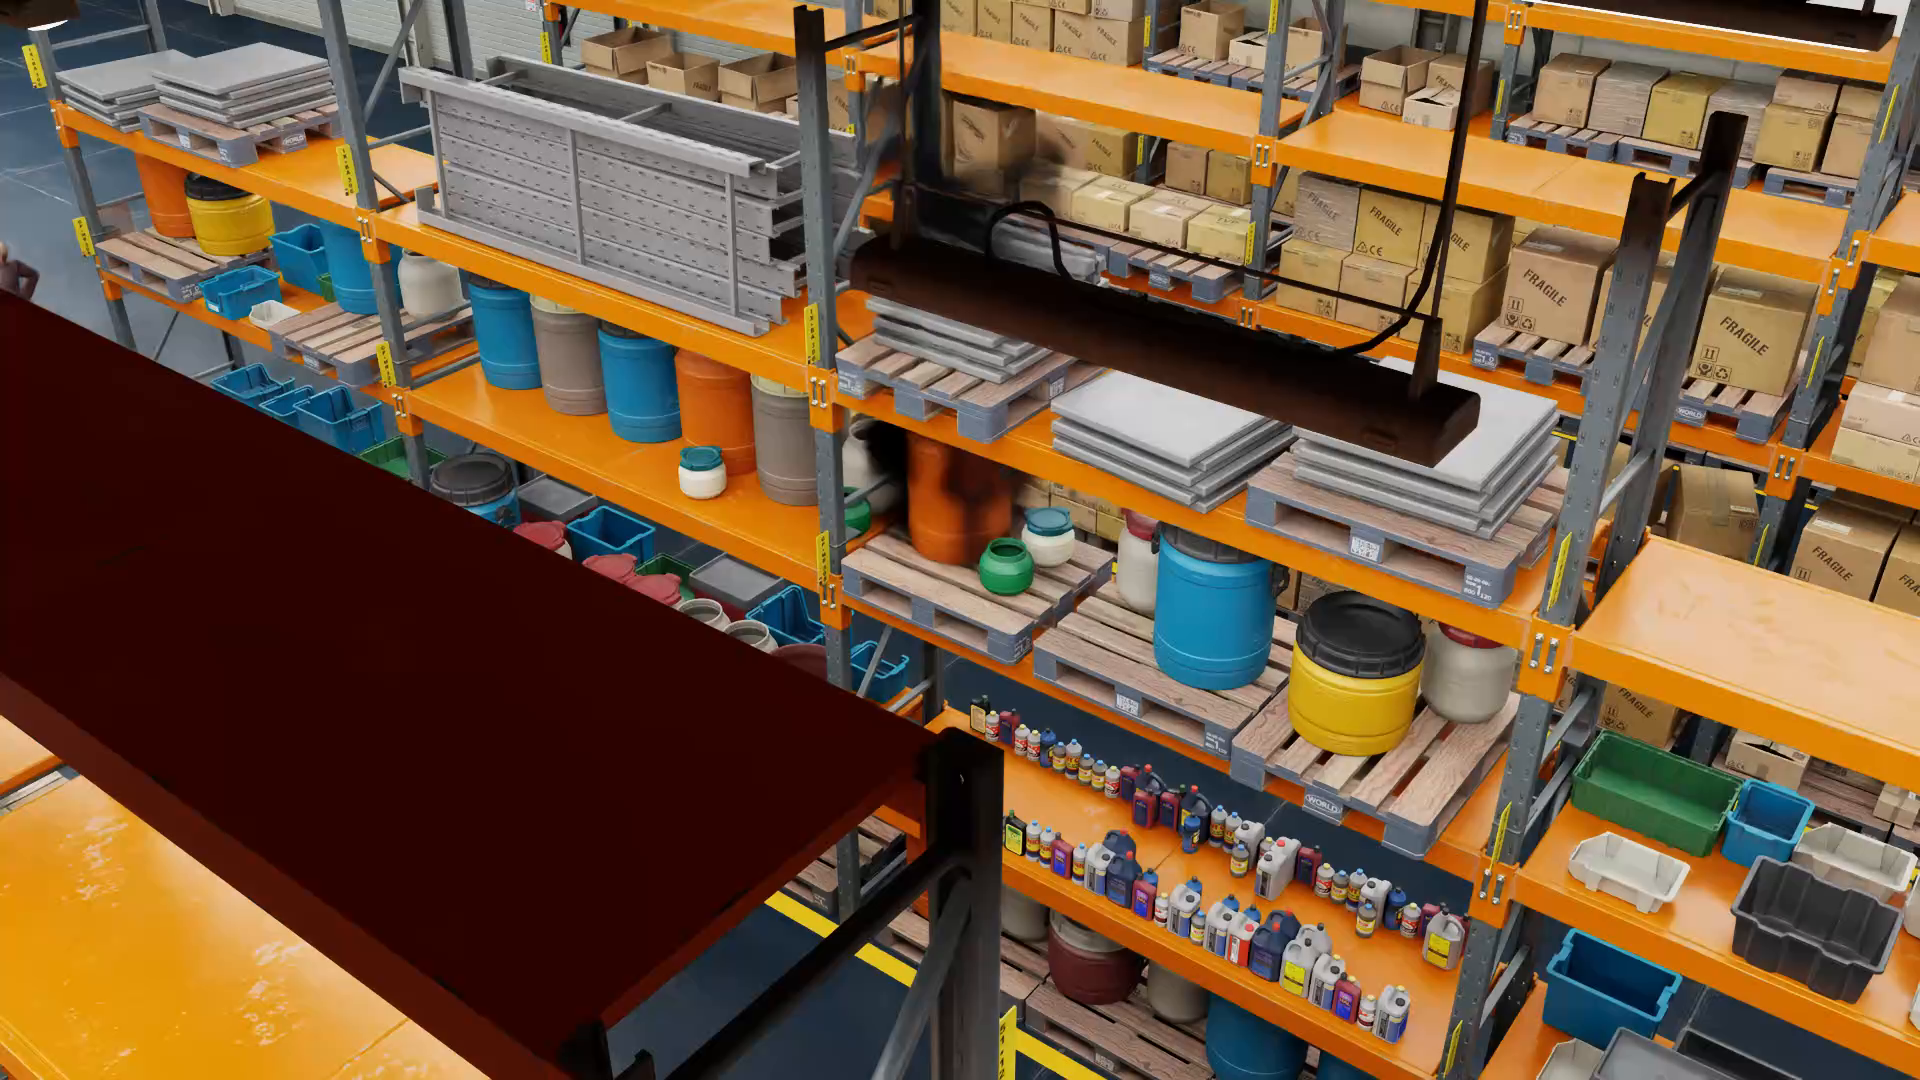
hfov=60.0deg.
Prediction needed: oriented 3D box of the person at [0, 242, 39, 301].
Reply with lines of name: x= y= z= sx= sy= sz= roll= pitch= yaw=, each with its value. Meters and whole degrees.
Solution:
person: x=-9.711 y=-2.213 z=17.180 sx=0.898 sy=1.836 sz=0.680 roll=-14 pitch=34 yaw=-22
